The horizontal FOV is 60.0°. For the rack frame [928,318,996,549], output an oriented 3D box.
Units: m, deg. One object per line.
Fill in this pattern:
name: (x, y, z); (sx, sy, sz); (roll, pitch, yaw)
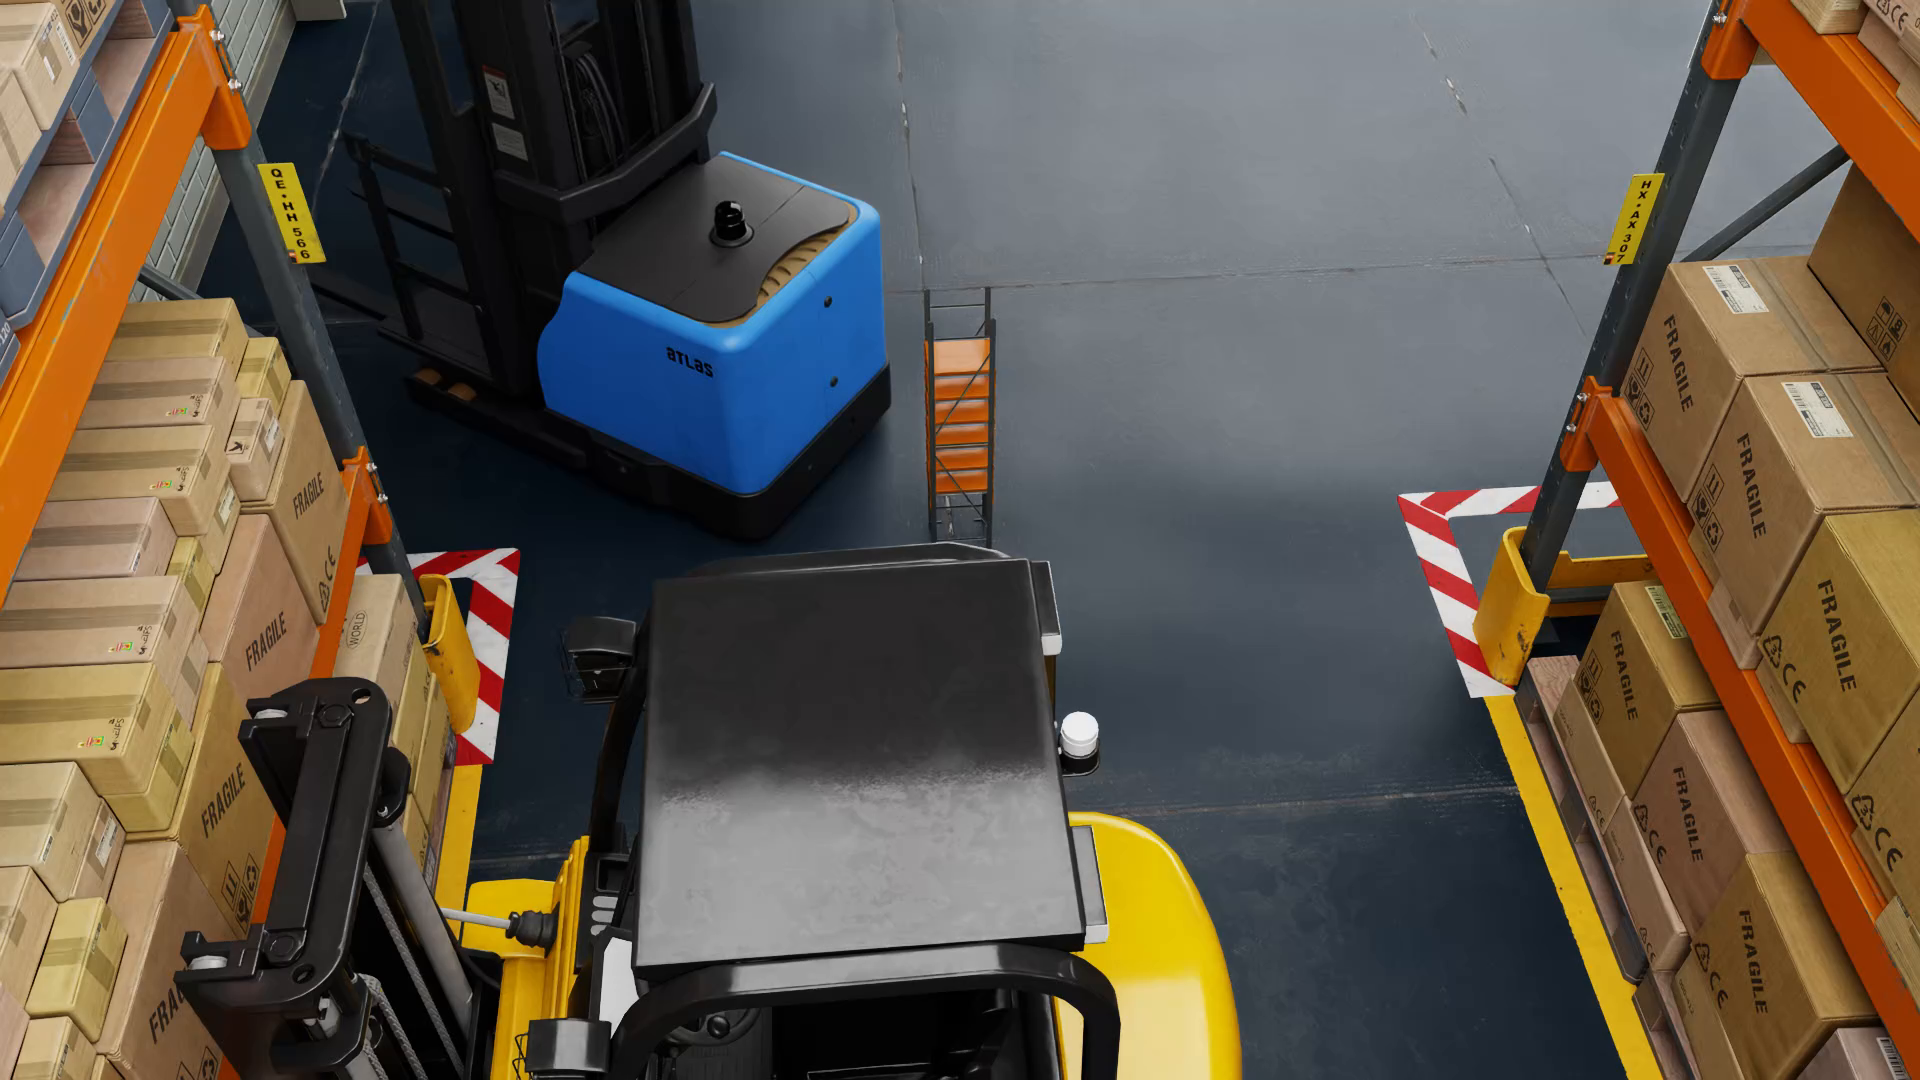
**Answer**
rack frame: (0.006, -0.357, 6.262); (0.240, 1.200, 0.006); (-3, 47, -3)

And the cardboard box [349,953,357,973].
cardboard box: (-1.929, 1.113, 4.546); (0.500, 0.250, 0.500); (-3, 47, -3)

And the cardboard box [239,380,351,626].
cardboard box: (-2.077, -0.086, 4.697); (0.500, 0.500, 0.500); (-4, 47, -4)

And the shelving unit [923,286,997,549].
shelving unit: (-0.001, -0.423, 6.324); (0.258, 1.200, 0.189); (-3, 47, -3)

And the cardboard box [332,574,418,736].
cardboard box: (-2.030, 0.379, 5.241); (0.500, 0.250, 0.500); (-2, 47, -2)

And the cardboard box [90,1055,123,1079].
cardboard box: (-1.925, 1.388, 3.300); (0.500, 0.500, 0.500); (-4, 47, -4)

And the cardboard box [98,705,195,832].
cardboard box: (-1.939, 0.511, 3.685); (0.380, 0.149, 0.250); (-3, 47, -3)

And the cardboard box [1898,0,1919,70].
cardboard box: (2.376, -1.034, 3.496); (0.500, 0.250, 0.500); (-4, 47, -4)

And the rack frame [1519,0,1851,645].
rack frame: (2.567, -0.697, 5.344); (1.000, 3.000, 0.127); (-3, 47, -3)

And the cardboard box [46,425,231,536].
cardboard box: (-2.039, -0.141, 4.097); (0.380, 0.149, 0.250); (-3, 47, -2)

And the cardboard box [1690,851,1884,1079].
cardboard box: (2.443, 1.206, 4.630); (0.500, 0.500, 0.500); (-3, 47, -3)

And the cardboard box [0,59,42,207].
cardboard box: (-1.986, -0.792, 3.102); (0.396, 0.266, 0.258); (-3, 47, -3)

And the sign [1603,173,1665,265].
sign: (2.026, -0.961, 4.998); (0.100, 0.325, 0.005); (-3, 47, -3)

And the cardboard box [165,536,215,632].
cardboard box: (-2.050, 0.139, 4.037); (0.380, 0.149, 0.250); (-4, 47, -4)

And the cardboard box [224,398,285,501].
cardboard box: (-2.020, -0.233, 4.389); (0.380, 0.149, 0.250); (-3, 47, -3)

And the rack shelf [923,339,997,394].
rack shelf: (-0.001, -0.640, 6.095); (0.258, 0.103, 0.180); (-3, 47, -3)

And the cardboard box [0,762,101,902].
cardboard box: (-2.005, 0.604, 3.392); (0.380, 0.149, 0.250); (-3, 47, -3)

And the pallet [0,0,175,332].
pallet: (-2.346, -0.880, 3.512); (1.003, 0.211, 1.213); (-3, 47, -3)

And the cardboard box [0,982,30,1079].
cardboard box: (-1.962, 0.966, 3.048); (0.380, 0.149, 0.250); (-4, 47, -3)

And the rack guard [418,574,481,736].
rack guard: (-2.381, 0.450, 5.979); (1.175, 0.500, 0.348); (-3, 47, -3)

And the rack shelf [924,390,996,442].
rack shelf: (-0.001, -0.475, 6.269); (0.258, 0.103, 0.180); (-3, 47, -3)

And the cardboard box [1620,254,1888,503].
cardboard box: (2.330, -0.474, 4.859); (0.500, 0.500, 0.500); (-4, 47, -4)

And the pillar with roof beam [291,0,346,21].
pillar with roof beam: (0.568, -6.499, 6.707); (9.100, 9.000, 0.400); (-3, 47, -3)

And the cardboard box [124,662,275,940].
cardboard box: (-1.999, 0.660, 3.990); (0.500, 0.500, 0.500); (-4, 47, -4)

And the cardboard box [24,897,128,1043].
cardboard box: (-1.919, 0.878, 3.337); (0.380, 0.149, 0.250); (-4, 47, -4)

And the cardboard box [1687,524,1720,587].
cardboard box: (2.365, 0.027, 4.832); (0.380, 0.149, 0.250); (-5, 47, -5)

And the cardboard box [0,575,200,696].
cardboard box: (-1.960, 0.225, 3.750); (0.380, 0.149, 0.250); (-2, 47, -2)

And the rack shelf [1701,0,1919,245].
rack shelf: (2.734, -0.034, 3.145); (1.077, 0.370, 4.000); (-3, 47, -3)

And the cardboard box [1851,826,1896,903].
cardboard box: (2.470, 0.778, 4.120); (0.380, 0.149, 0.250); (-5, 47, -4)

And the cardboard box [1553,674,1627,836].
cardboard box: (2.359, 0.705, 5.621); (0.500, 0.250, 0.500); (-4, 47, -4)

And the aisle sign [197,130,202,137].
aisle sign: (-2.092, -1.351, 4.174); (0.394, 0.787, 0.004); (-3, 47, -3)

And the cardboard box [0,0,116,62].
cardboard box: (-2.099, -1.331, 3.452); (0.500, 0.500, 0.500); (-2, 47, -2)

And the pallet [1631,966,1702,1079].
pallet: (2.705, 1.788, 4.911); (1.003, 0.211, 1.213); (-3, 47, -3)

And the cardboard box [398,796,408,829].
cardboard box: (-1.996, 0.934, 5.060); (0.500, 0.250, 0.500); (-4, 47, -4)

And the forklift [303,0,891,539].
forklift: (-1.825, -1.829, 6.463); (3.031, 2.935, 1.130); (24, 51, 21)

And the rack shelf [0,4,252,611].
rack shelf: (-2.212, 0.271, 2.857); (1.077, 0.370, 4.000); (-3, 47, -3)

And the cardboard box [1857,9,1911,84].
cardboard box: (2.382, -1.197, 3.925); (0.380, 0.149, 0.250); (-5, 47, -5)

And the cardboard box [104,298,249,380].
cardboard box: (-2.139, -0.506, 4.442); (0.380, 0.149, 0.250); (-3, 47, -3)

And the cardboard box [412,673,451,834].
cardboard box: (-2.025, 0.730, 5.598); (0.500, 0.250, 0.500); (-3, 47, -3)

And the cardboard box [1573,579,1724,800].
cardboard box: (2.361, 0.464, 5.332); (0.500, 0.500, 0.500); (-5, 47, -5)

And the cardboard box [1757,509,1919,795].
cardboard box: (2.420, 0.269, 4.155); (0.500, 0.500, 0.500); (-4, 47, -4)

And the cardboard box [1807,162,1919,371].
cardboard box: (2.827, -0.821, 4.499); (0.700, 0.500, 0.500); (-5, 47, -4)

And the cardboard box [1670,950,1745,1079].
cardboard box: (2.452, 1.469, 4.898); (0.500, 0.250, 0.500); (-1, 47, -1)

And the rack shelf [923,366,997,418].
rack shelf: (-0.001, -0.558, 6.182); (0.258, 0.103, 0.180); (-3, 47, -3)

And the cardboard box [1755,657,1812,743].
cardboard box: (2.396, 0.398, 4.480); (0.380, 0.149, 0.250); (-2, 47, -2)
